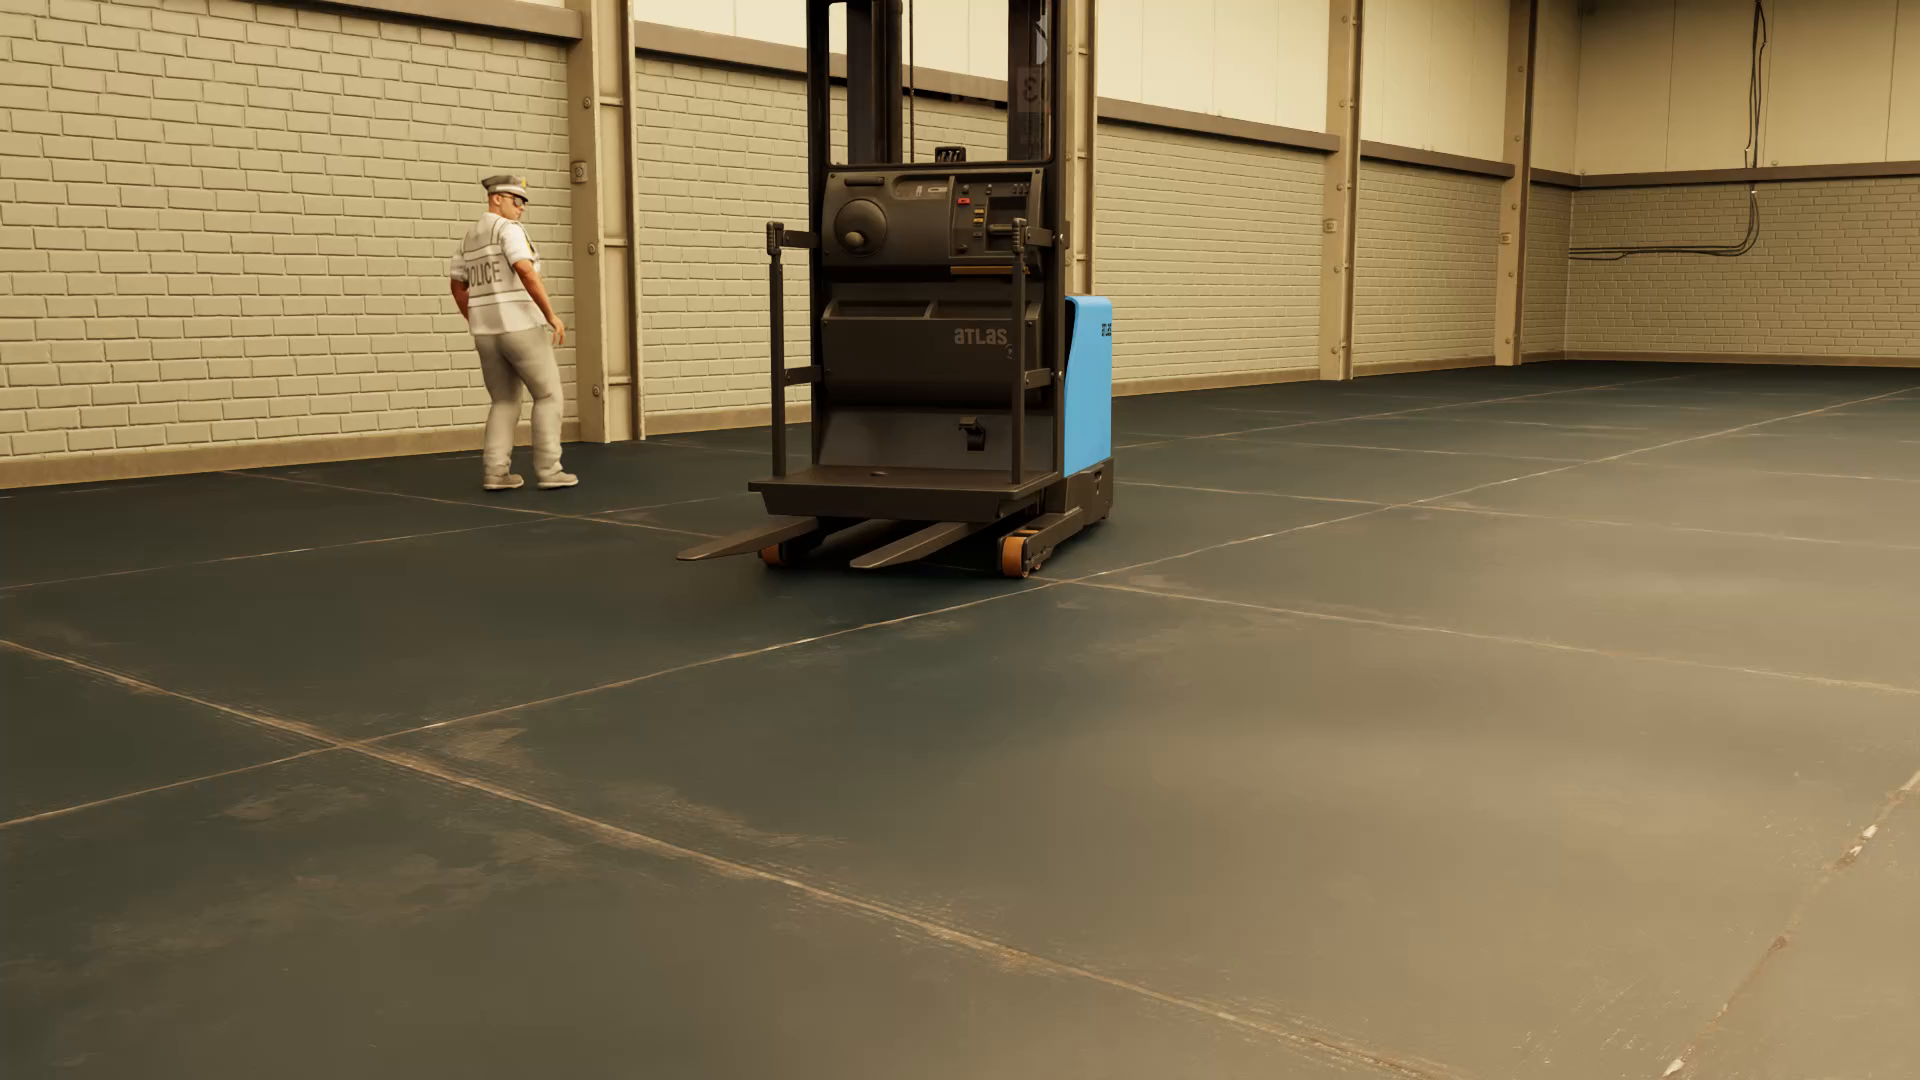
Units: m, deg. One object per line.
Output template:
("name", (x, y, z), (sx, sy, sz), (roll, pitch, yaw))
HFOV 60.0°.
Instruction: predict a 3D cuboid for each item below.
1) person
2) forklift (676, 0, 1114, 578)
("person", (-2.487, -1.155, 9.309), (0.749, 1.736, 0.532), (5, 10, 29))
("forklift", (-0.176, -1.366, 6.616), (1.130, 2.935, 3.031), (3, 9, 17))
